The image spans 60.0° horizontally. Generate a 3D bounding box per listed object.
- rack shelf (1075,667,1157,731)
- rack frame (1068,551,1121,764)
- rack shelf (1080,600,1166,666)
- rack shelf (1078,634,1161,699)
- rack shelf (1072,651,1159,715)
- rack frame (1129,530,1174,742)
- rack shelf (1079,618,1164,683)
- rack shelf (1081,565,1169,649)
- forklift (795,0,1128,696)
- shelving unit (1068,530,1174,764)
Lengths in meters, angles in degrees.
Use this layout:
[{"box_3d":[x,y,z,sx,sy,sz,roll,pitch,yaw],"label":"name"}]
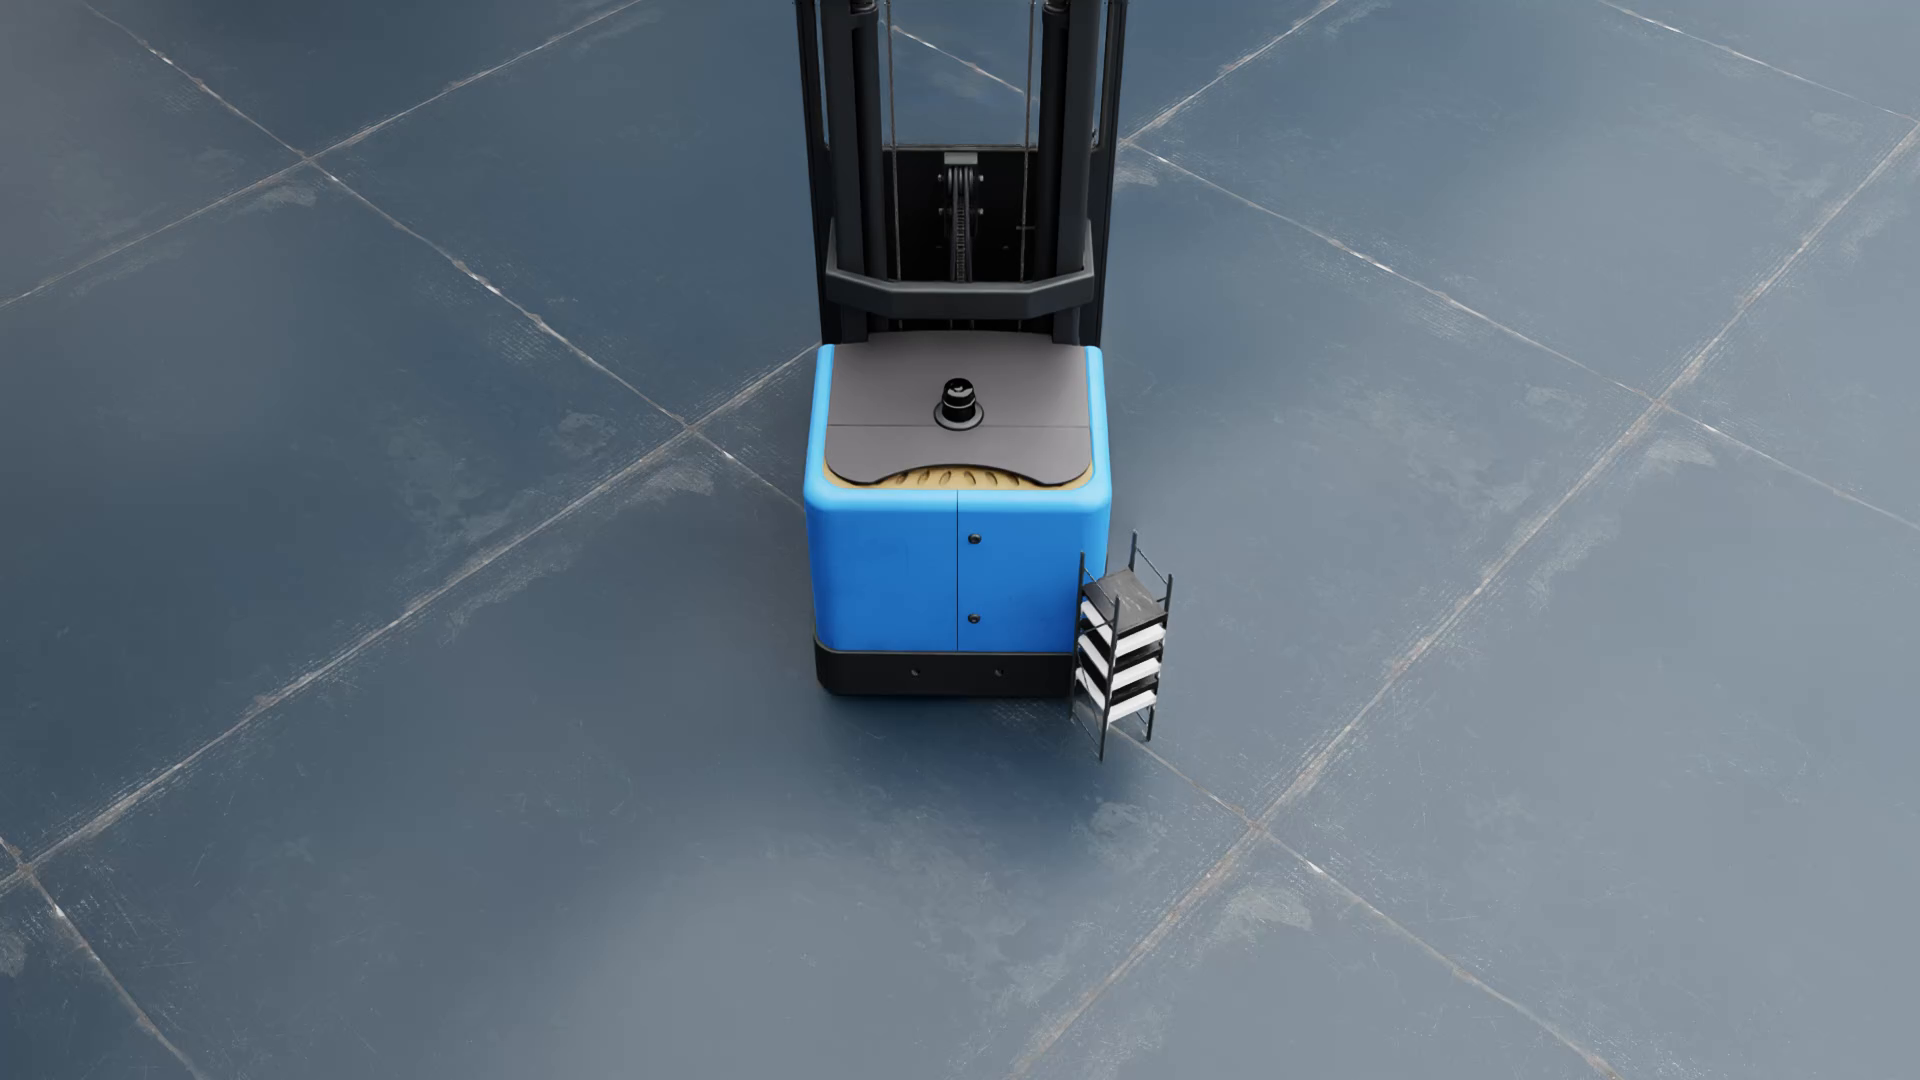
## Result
[{"box_3d":[0.546,0.532,5.926,0.200,0.077,0.258,-21,50,-19],"label":"rack shelf"},{"box_3d":[0.457,0.421,5.738,0.006,0.900,0.240,-21,50,-19],"label":"rack frame"},{"box_3d":[0.546,0.285,5.664,0.200,0.077,0.258,-21,50,-19],"label":"rack shelf"},{"box_3d":[0.546,0.408,5.795,0.200,0.077,0.258,-21,50,-19],"label":"rack shelf"},{"box_3d":[0.546,0.470,5.861,0.200,0.077,0.258,-21,50,-19],"label":"rack shelf"},{"box_3d":[0.636,0.350,5.804,0.006,0.900,0.240,-21,50,-19],"label":"rack frame"},{"box_3d":[0.546,0.347,5.729,0.200,0.077,0.258,-21,50,-19],"label":"rack shelf"},{"box_3d":[0.546,0.224,5.598,0.200,0.077,0.258,-21,50,-19],"label":"rack shelf"},{"box_3d":[0.007,-1.487,6.135,1.130,2.935,3.031,0,47,0],"label":"forklift"},{"box_3d":[0.546,0.386,5.771,0.210,0.900,0.258,-21,50,-19],"label":"shelving unit"}]
